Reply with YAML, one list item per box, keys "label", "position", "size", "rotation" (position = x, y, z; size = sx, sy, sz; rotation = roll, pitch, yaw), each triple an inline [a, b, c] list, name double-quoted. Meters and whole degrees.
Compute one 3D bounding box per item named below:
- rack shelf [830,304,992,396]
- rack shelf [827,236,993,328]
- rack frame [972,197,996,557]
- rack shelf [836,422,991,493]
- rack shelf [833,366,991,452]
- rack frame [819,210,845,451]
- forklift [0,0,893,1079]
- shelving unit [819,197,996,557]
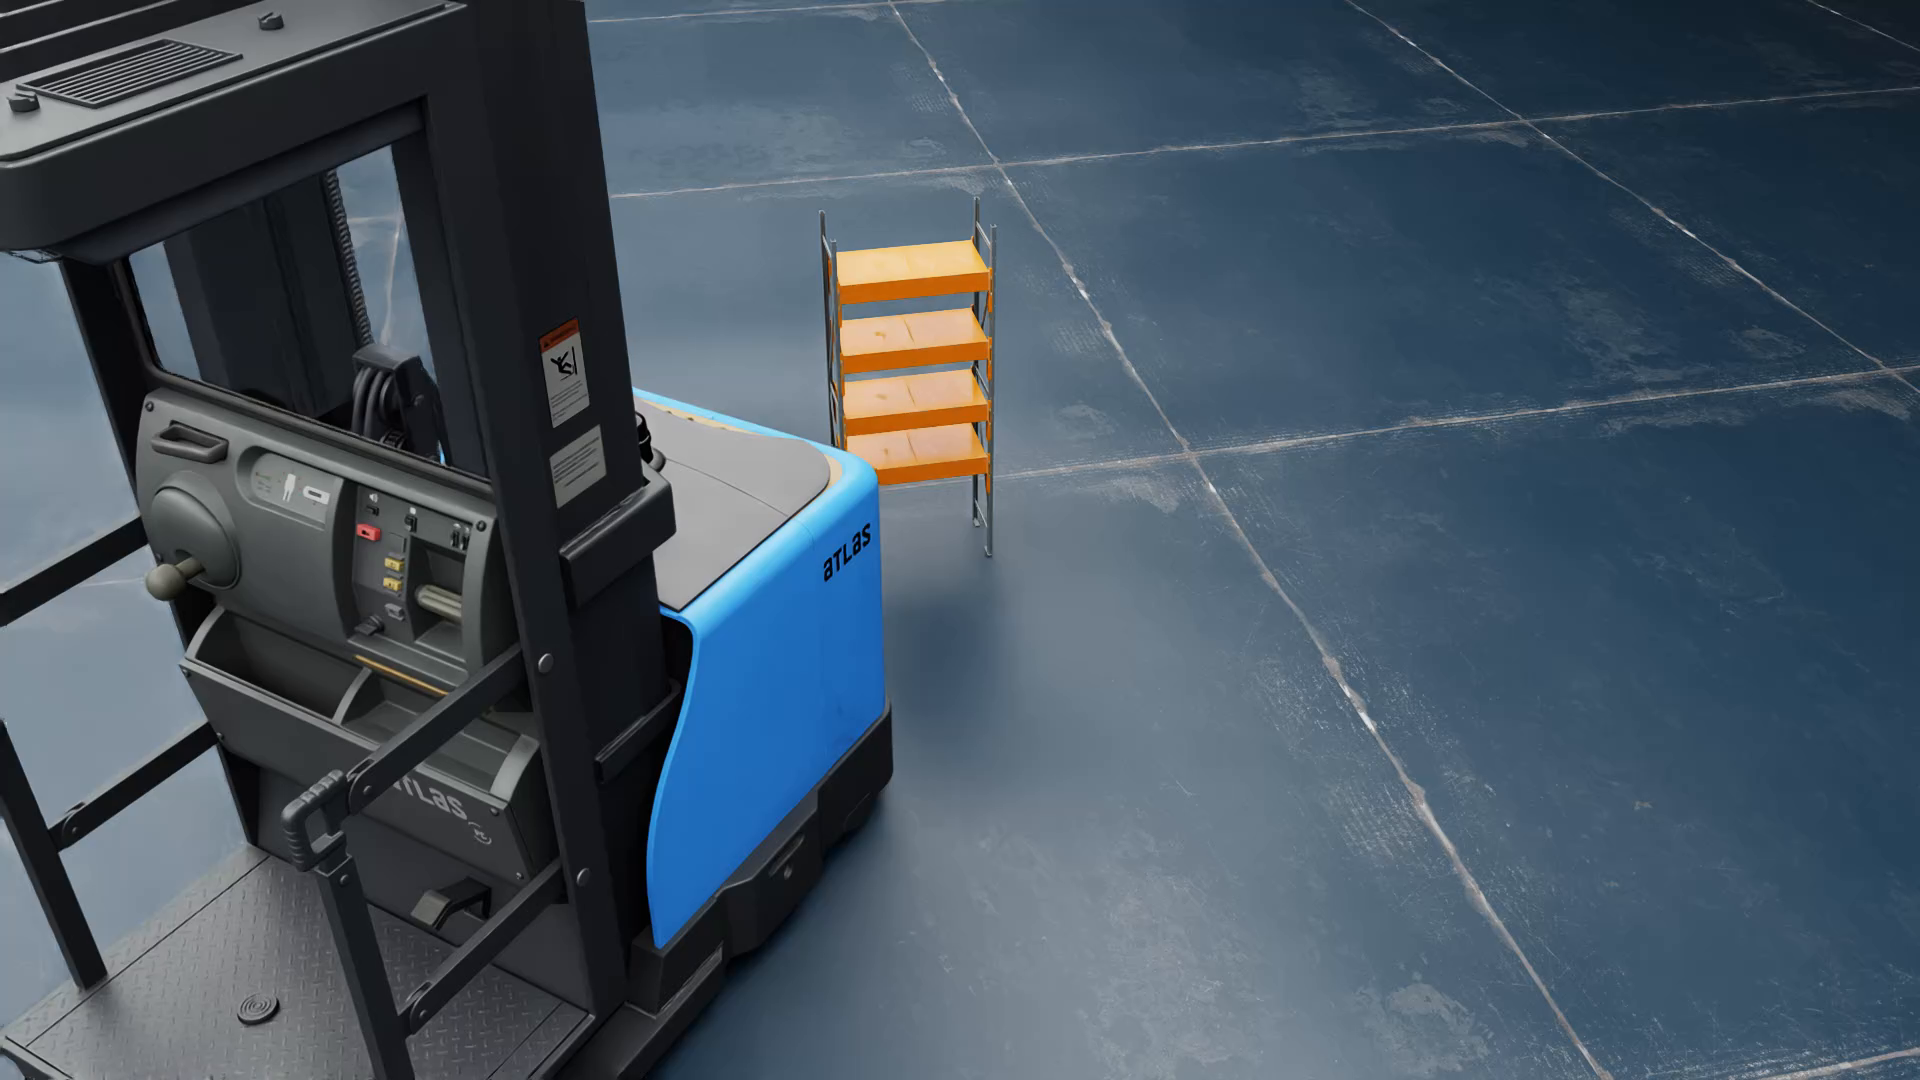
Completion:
- label: "rack shelf"
  position: [-0.161, -0.608, 5.298]
  size: [0.480, 0.148, 0.258]
  rotation: [-7, 35, -11]
- label: "rack shelf"
  position: [-0.161, -0.804, 5.166]
  size: [0.480, 0.148, 0.258]
  rotation: [-7, 35, -11]
- label: "rack frame"
  position: [0.077, -0.508, 5.430]
  size: [0.015, 1.200, 0.240]
  rotation: [-7, 35, -11]
- label: "rack shelf"
  position: [-0.161, -0.257, 5.533]
  size: [0.480, 0.148, 0.258]
  rotation: [-7, 35, -11]
- label: "rack shelf"
  position: [-0.161, -0.422, 5.423]
  size: [0.480, 0.148, 0.258]
  rotation: [-7, 35, -11]
- label: "rack frame"
  position: [-0.399, -0.448, 5.341]
  size: [0.015, 1.200, 0.240]
  rotation: [-7, 35, -11]
- label: "forklift"
  position: [-1.352, 0.057, 3.035]
  size: [1.130, 2.935, 3.031]
  rotation: [18, 38, 24]
- label: "shelving unit"
  position: [-0.161, -0.478, 5.385]
  size: [0.503, 1.200, 0.258]
  rotation: [-7, 35, -11]
